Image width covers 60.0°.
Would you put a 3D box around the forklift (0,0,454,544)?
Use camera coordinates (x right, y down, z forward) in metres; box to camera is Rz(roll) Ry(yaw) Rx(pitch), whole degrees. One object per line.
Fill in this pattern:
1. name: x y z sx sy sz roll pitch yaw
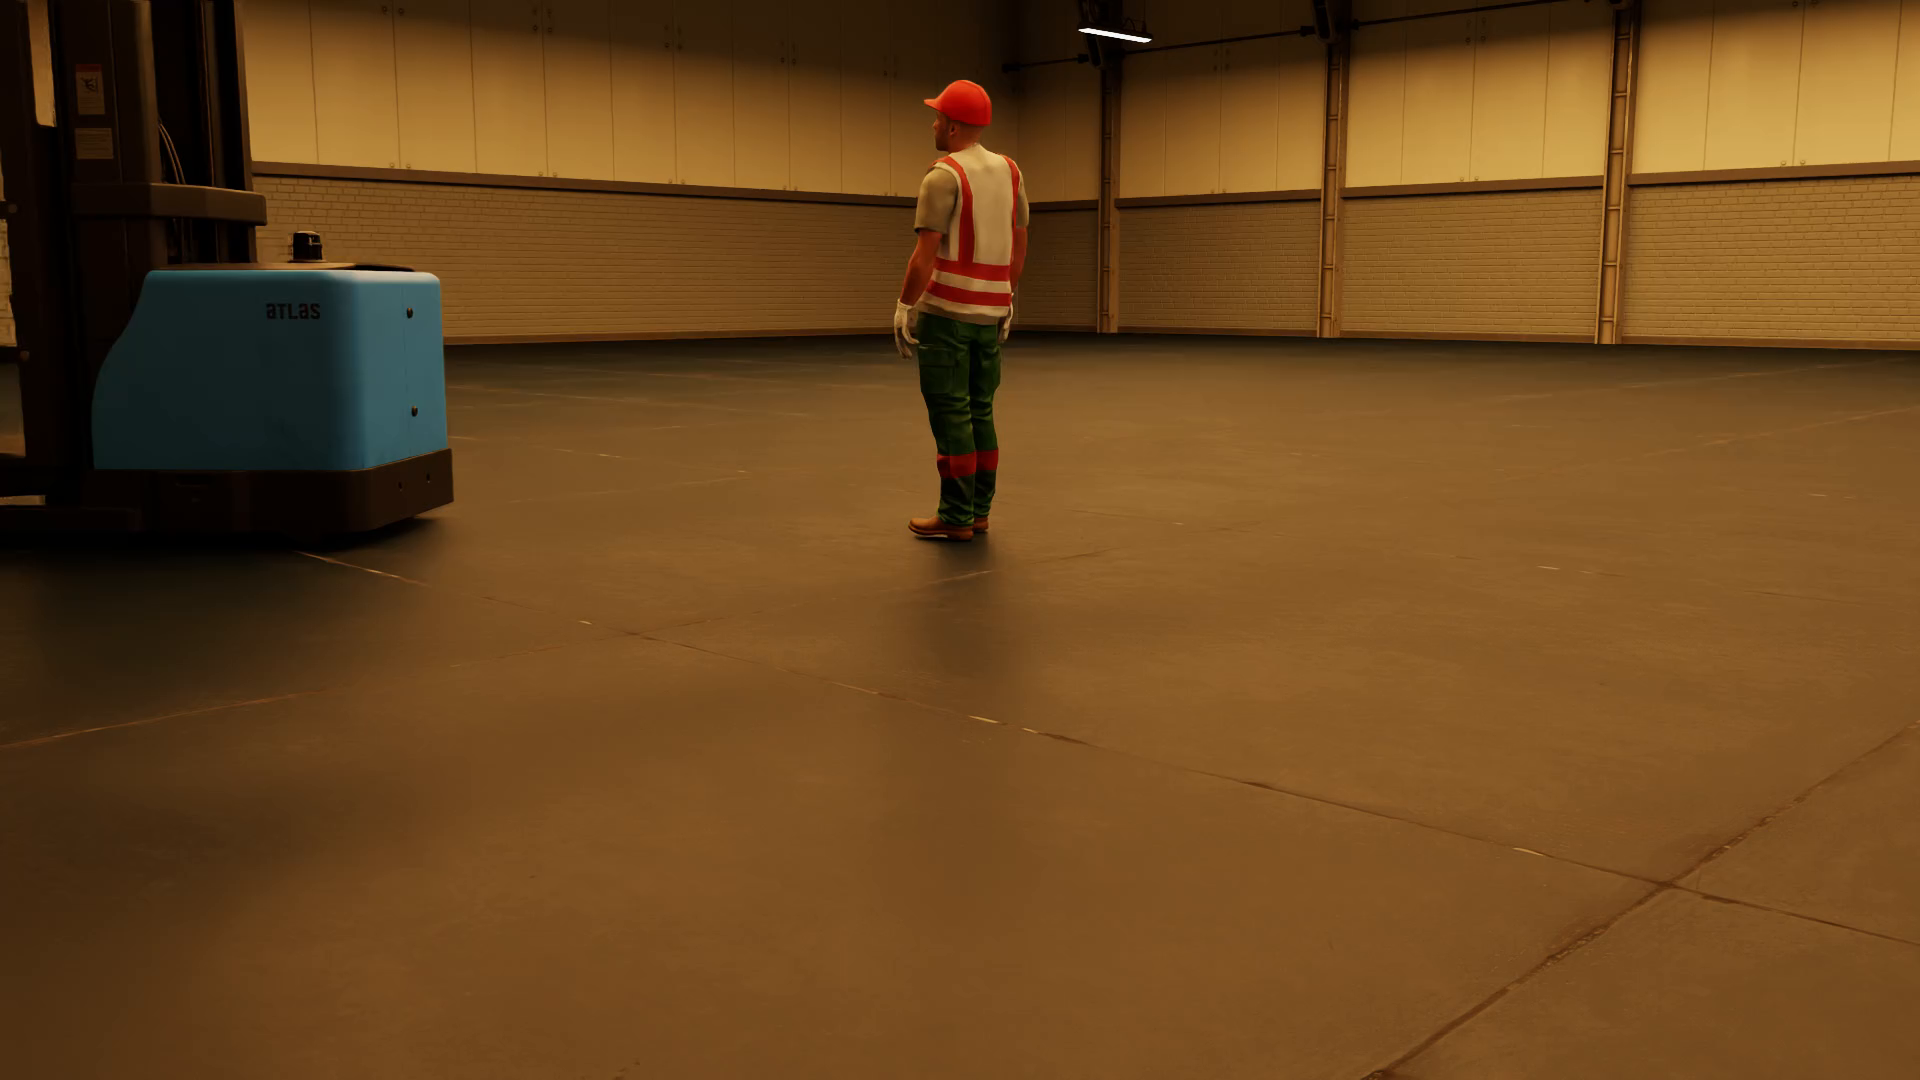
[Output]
1. forklift: -3.777 -1.496 6.807 3.031 2.935 1.130 1 9 3

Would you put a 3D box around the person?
1. person: -0.050 -0.902 6.647 0.562 1.790 0.637 8 12 43
